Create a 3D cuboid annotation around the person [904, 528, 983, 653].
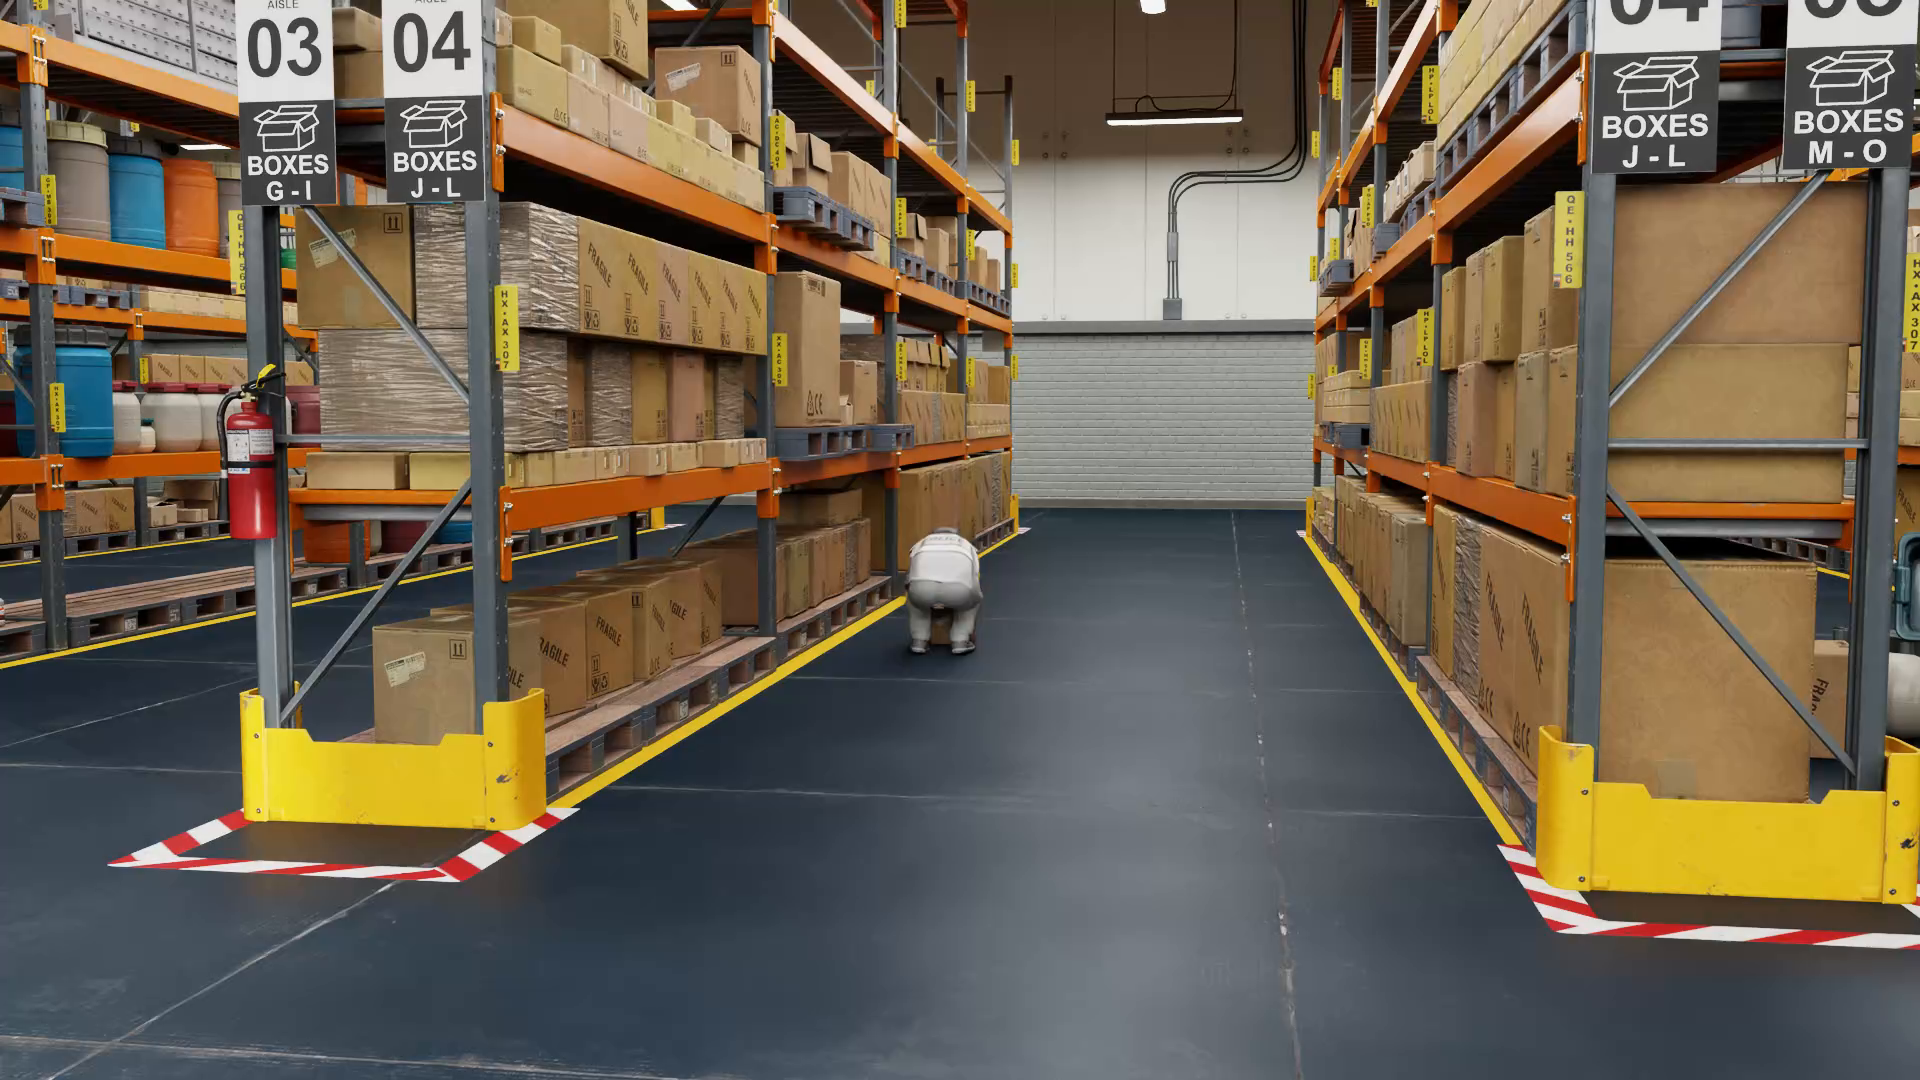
[{"bbox_3d":[-0.107,0.353,11.350,0.528,0.819,1.023,1,4,7],"label":"person"}]
